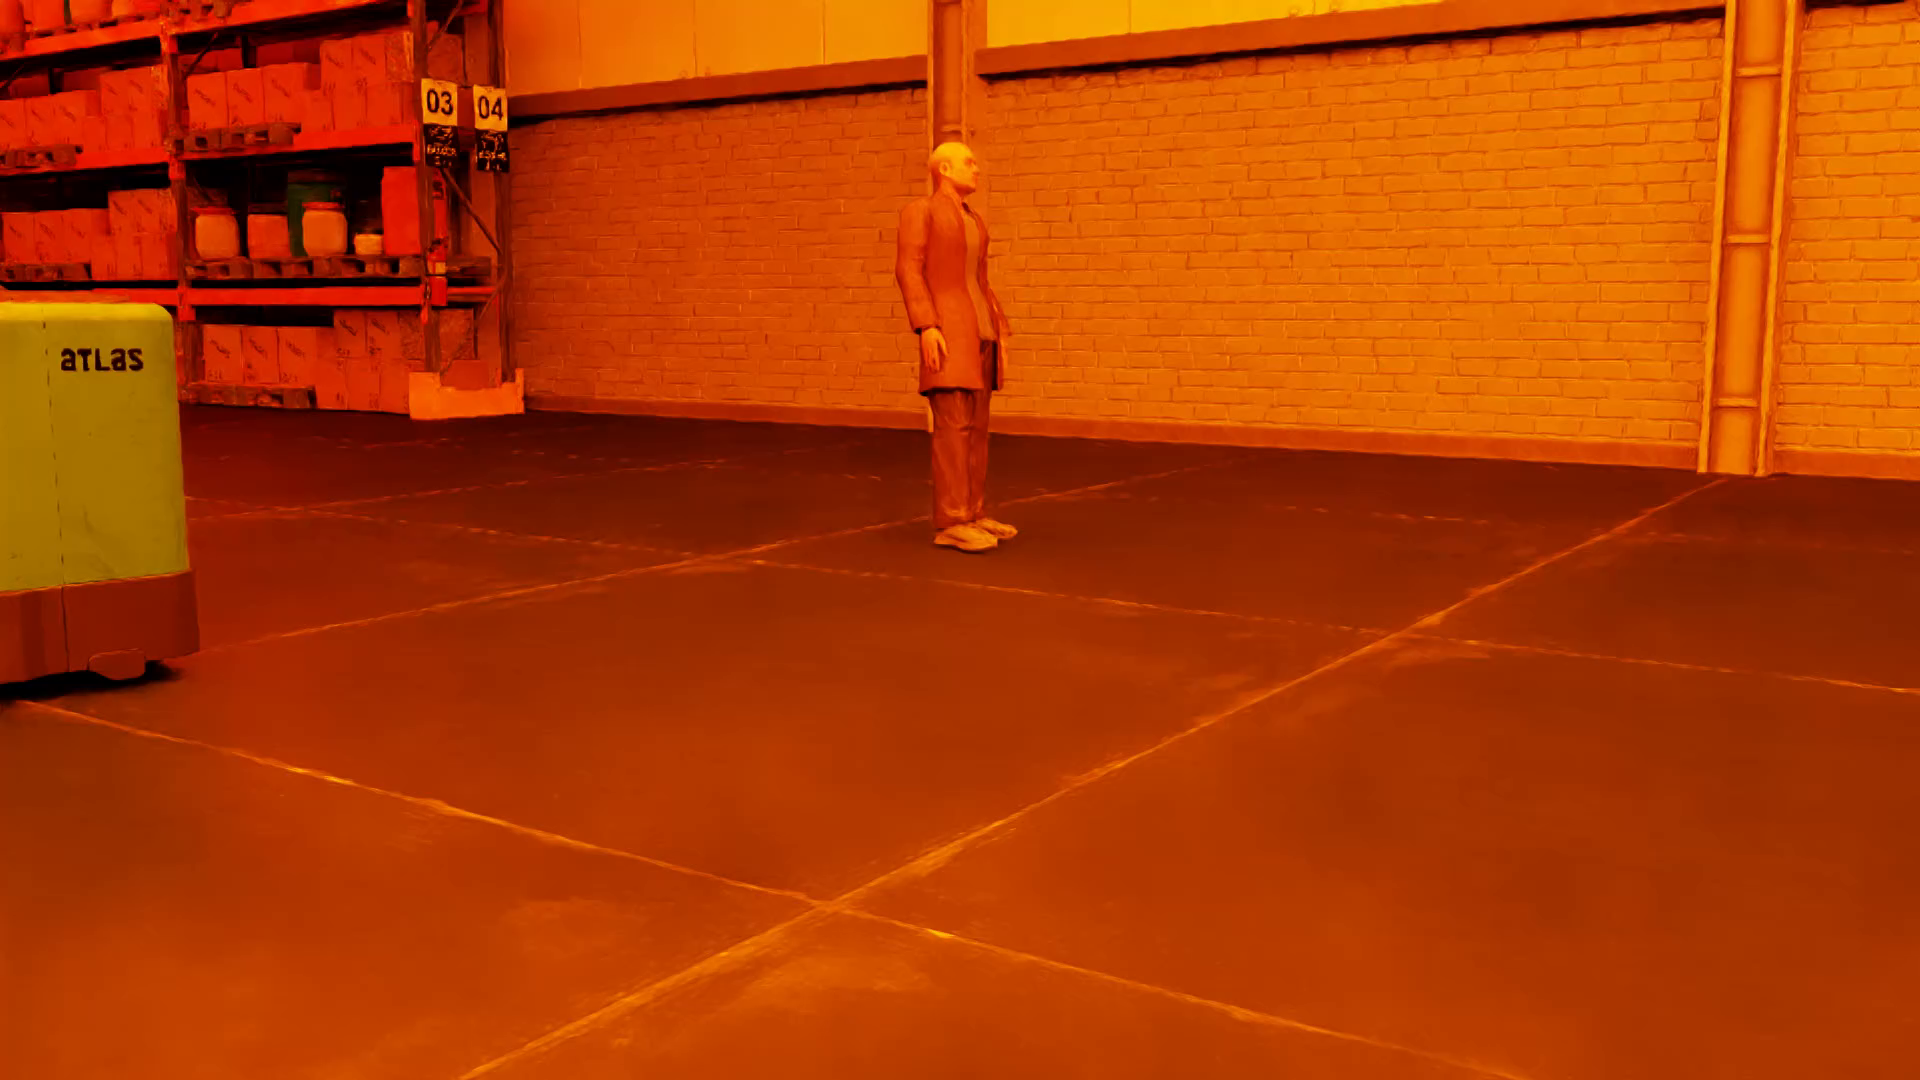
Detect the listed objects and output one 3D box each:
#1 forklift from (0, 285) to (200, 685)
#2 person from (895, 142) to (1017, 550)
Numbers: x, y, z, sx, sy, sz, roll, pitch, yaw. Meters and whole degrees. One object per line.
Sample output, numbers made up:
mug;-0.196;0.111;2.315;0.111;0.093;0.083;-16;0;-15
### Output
forklift;-3.615;-0.959;3.936;3.031;2.935;1.130;-8;11;-44
person;0.076;-0.879;7.422;0.575;1.776;0.694;5;10;34
